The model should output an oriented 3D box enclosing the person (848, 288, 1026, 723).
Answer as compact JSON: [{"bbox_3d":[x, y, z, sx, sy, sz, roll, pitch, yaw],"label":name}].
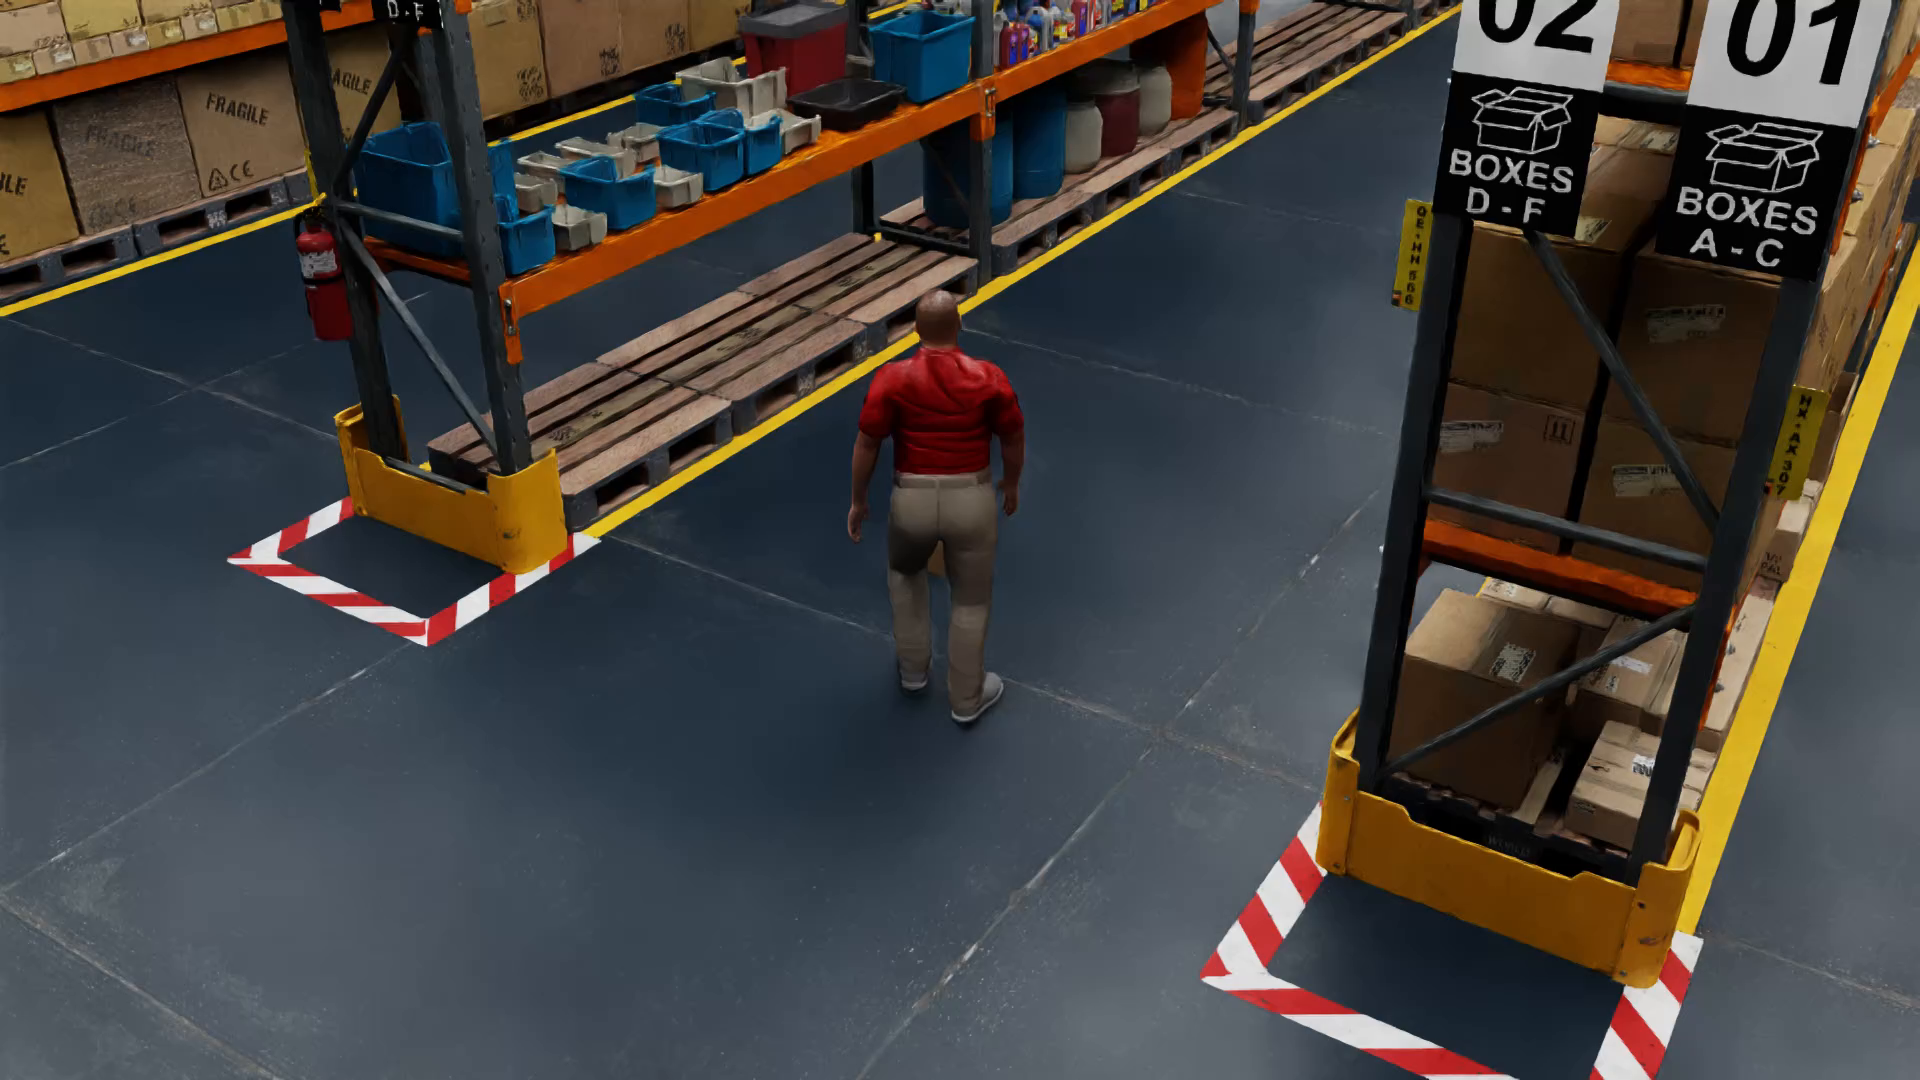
[{"bbox_3d":[-0.091,-0.130,6.368,0.667,1.706,0.483,3,30,5],"label":"person"}]
